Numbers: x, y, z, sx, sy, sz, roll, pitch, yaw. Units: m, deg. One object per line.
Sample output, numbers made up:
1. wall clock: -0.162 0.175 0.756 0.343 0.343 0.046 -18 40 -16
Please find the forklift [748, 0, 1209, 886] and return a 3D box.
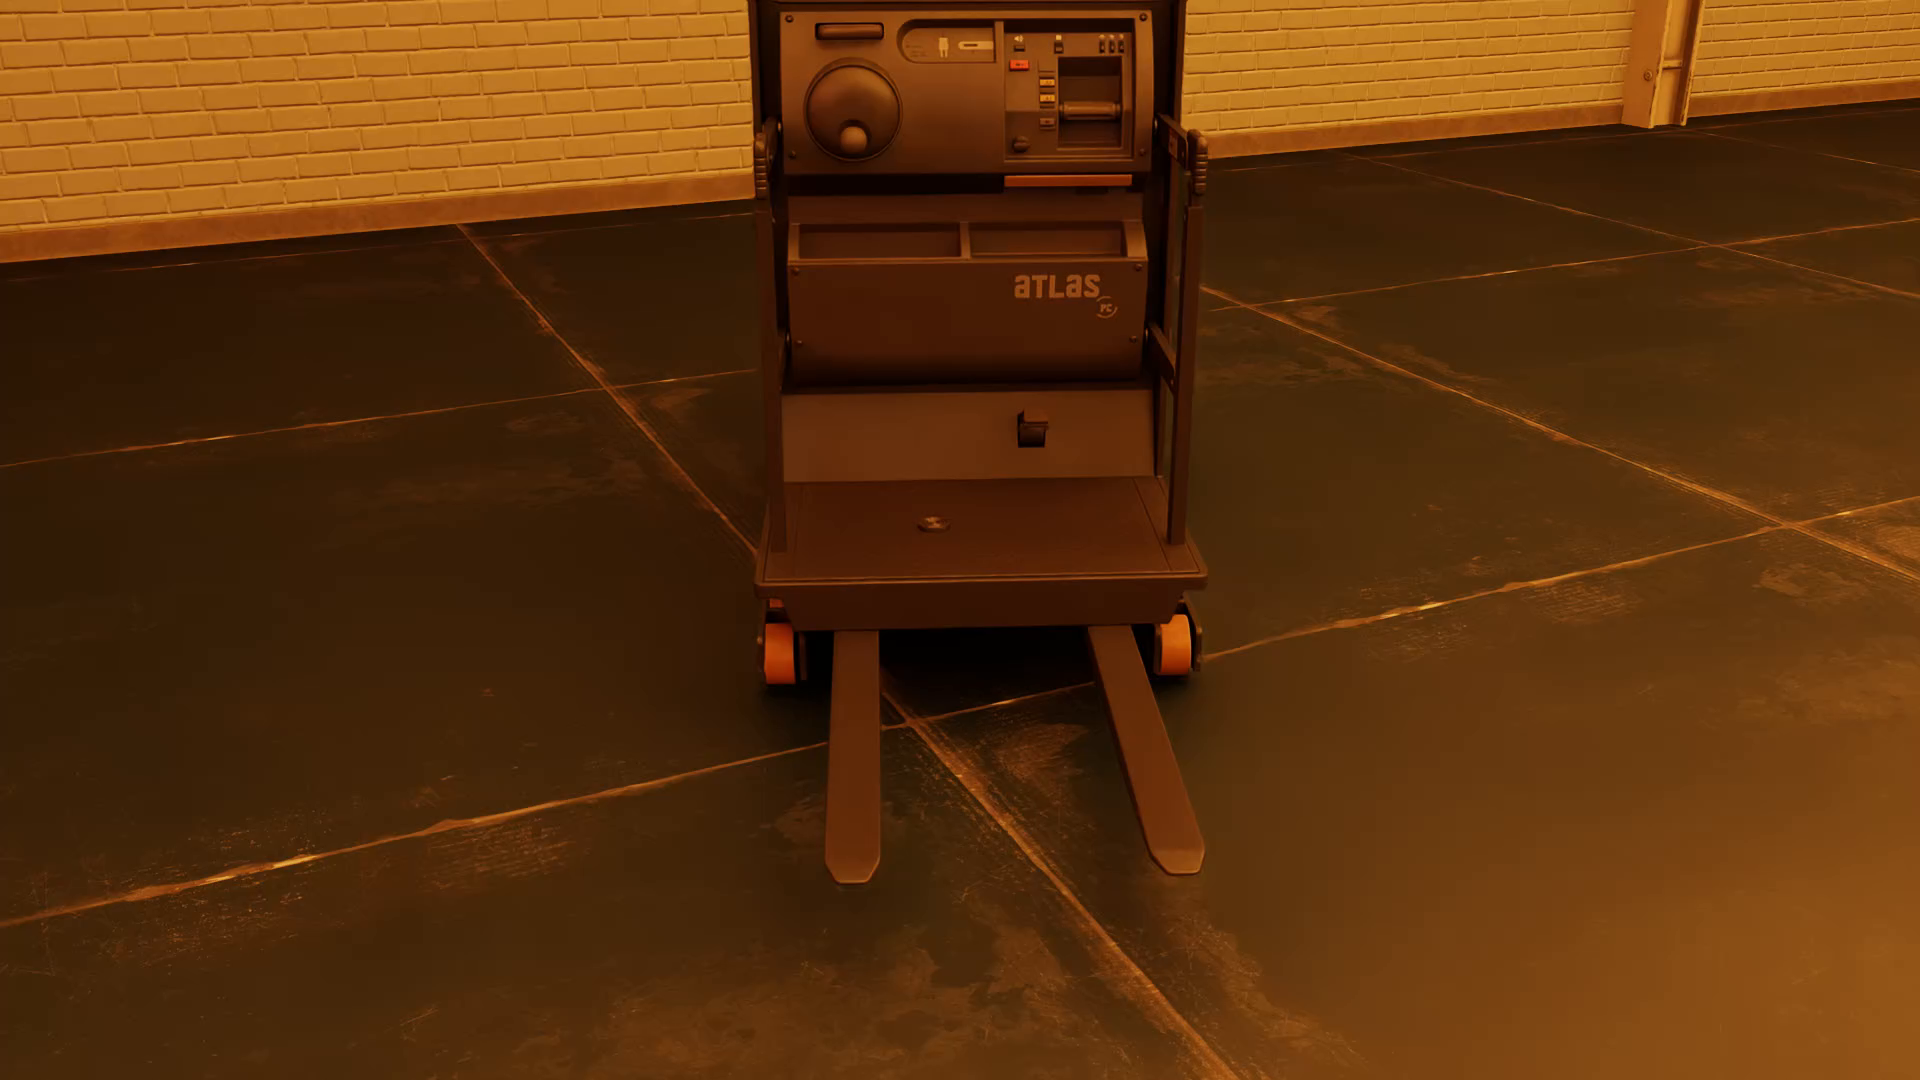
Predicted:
1. forklift: 0.032 -1.110 3.959 1.130 2.935 3.031 -1 23 -3
